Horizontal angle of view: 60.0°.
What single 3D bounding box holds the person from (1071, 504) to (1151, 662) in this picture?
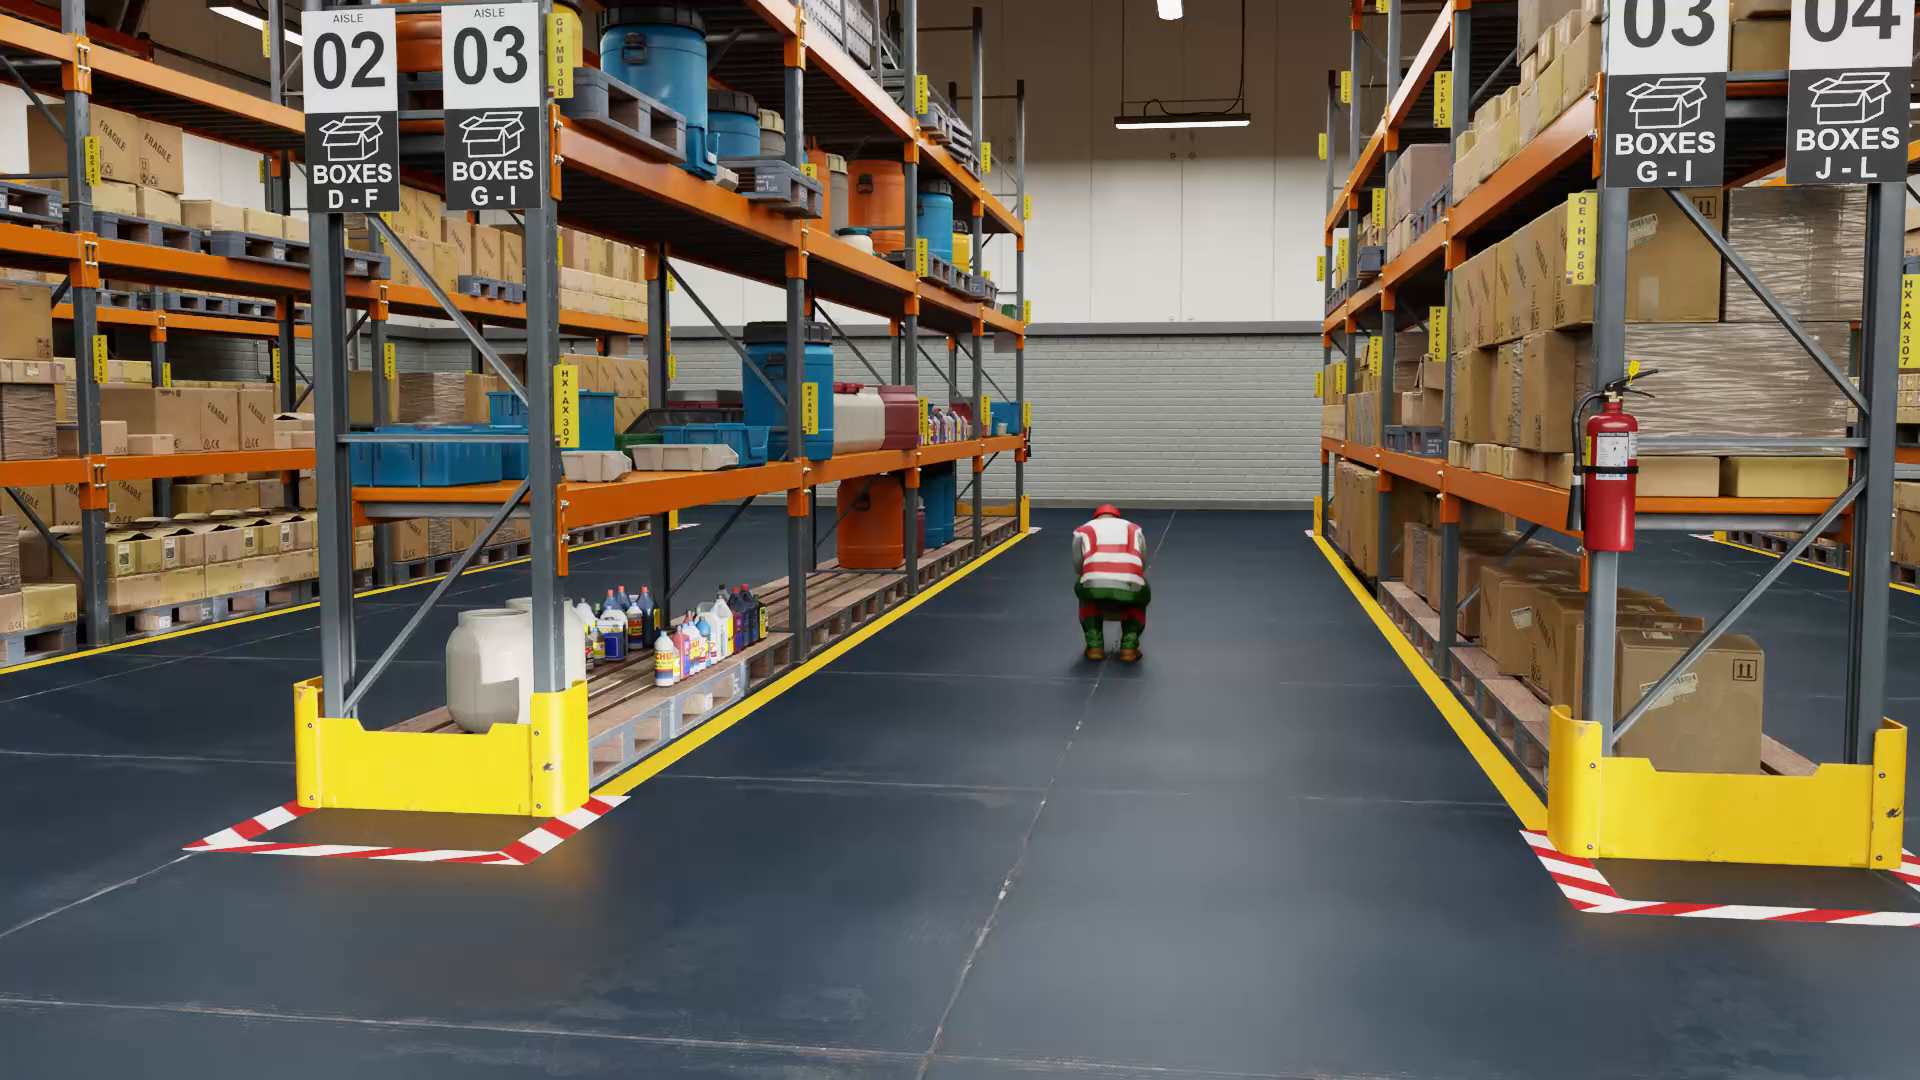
[{"bbox_3d":[1.002,0.277,11.050,0.536,0.993,0.904,1,4,7],"label":"person"}]
